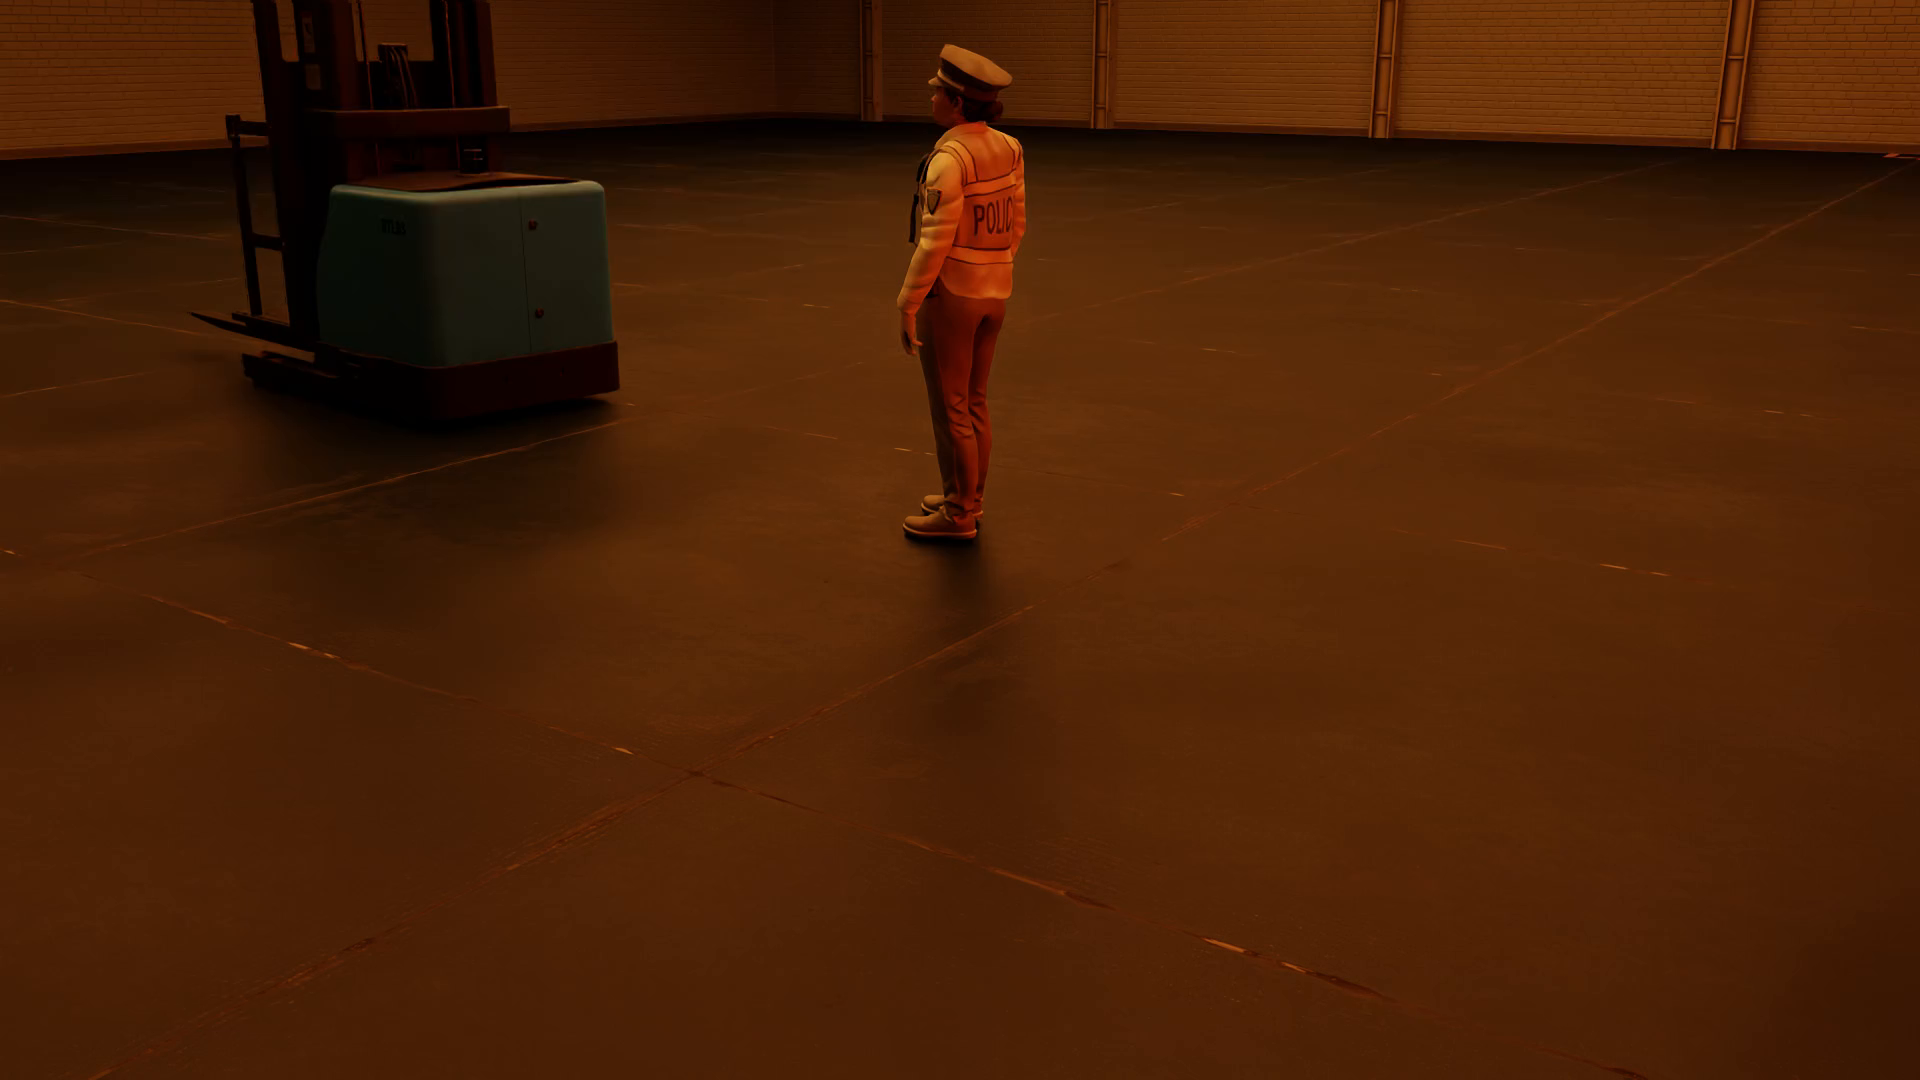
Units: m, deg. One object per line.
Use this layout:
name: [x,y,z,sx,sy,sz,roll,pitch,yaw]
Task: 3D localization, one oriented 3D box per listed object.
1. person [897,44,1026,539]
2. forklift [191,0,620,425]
person: [-0.053,-0.832,5.747,0.530,1.694,0.586,11,20,33]
forklift: [-3.091,-2.270,8.425,3.031,2.935,1.130,15,22,41]
